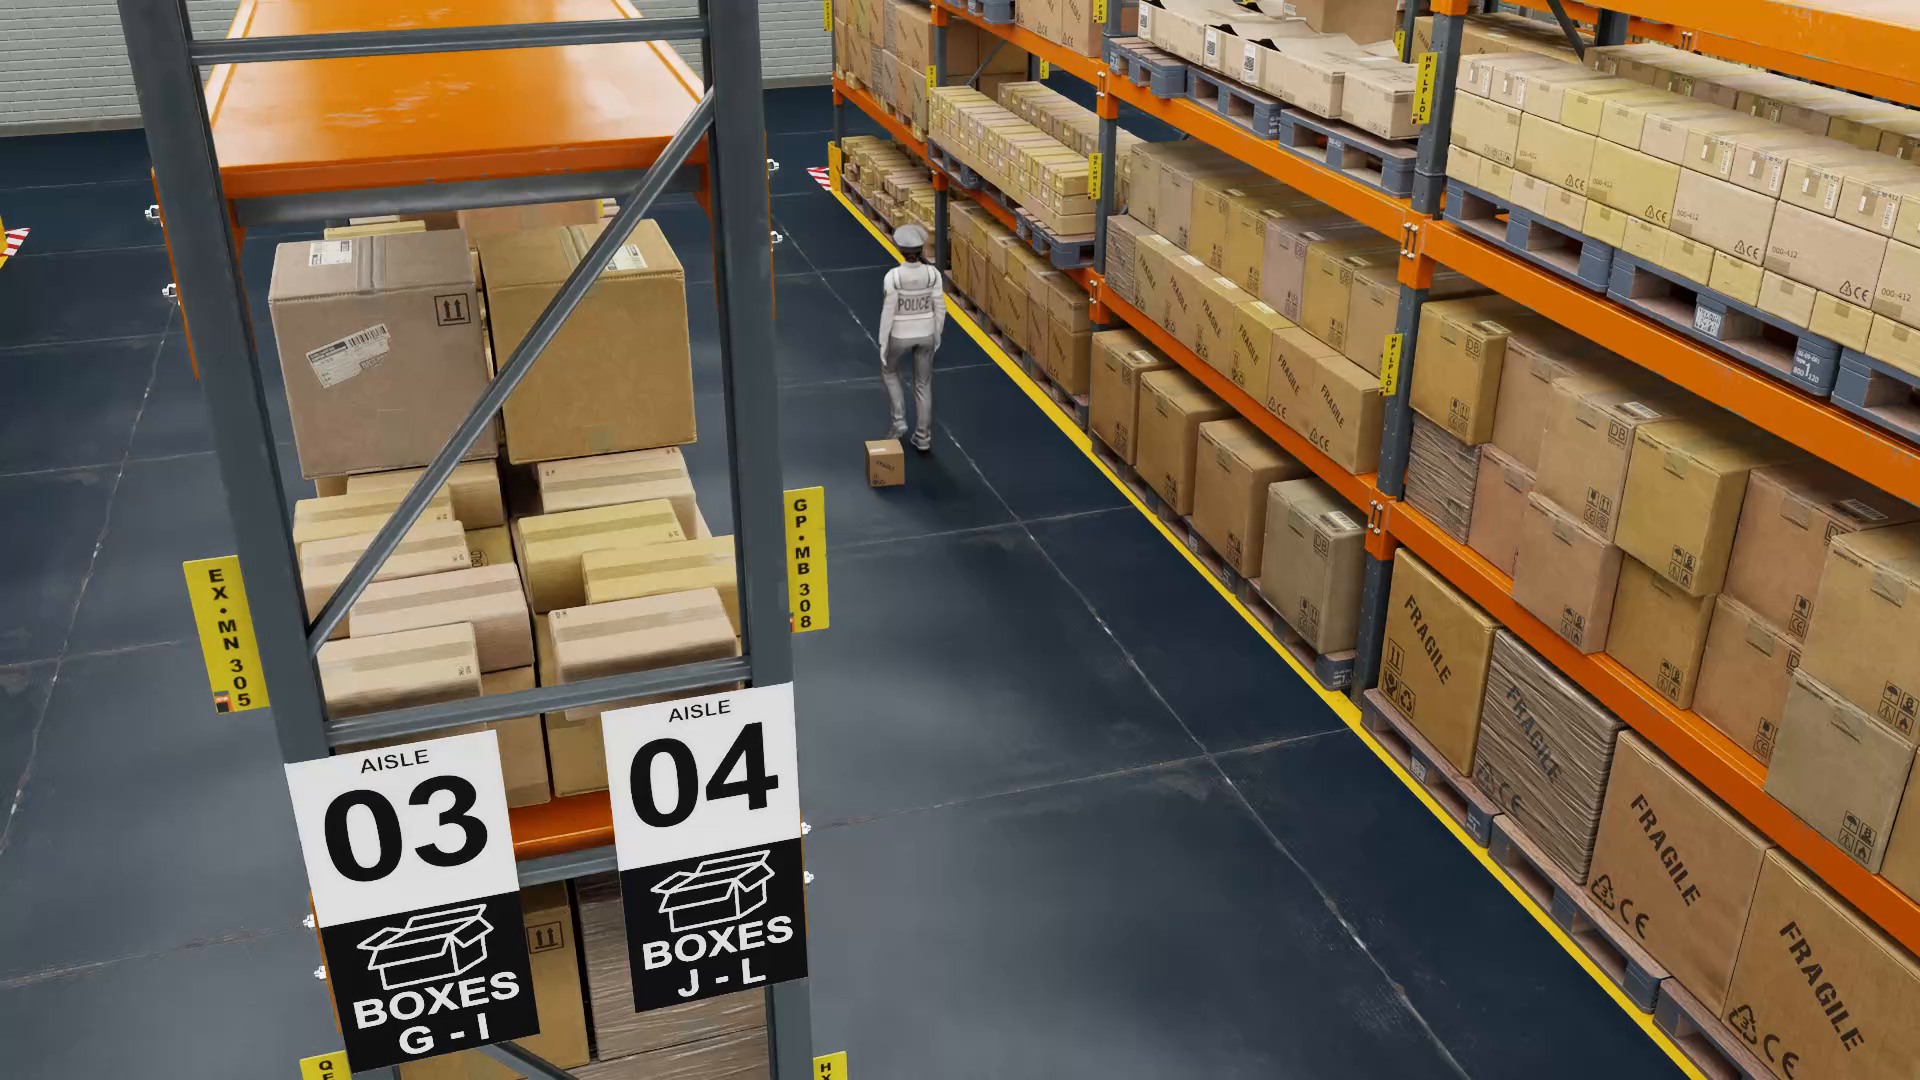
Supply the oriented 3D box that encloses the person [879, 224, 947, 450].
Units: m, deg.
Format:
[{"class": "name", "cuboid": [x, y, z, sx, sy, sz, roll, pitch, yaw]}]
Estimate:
[{"class": "person", "cuboid": [-0.359, -1.473, 12.294, 0.522, 1.747, 0.496, -6, 27, -11]}]
